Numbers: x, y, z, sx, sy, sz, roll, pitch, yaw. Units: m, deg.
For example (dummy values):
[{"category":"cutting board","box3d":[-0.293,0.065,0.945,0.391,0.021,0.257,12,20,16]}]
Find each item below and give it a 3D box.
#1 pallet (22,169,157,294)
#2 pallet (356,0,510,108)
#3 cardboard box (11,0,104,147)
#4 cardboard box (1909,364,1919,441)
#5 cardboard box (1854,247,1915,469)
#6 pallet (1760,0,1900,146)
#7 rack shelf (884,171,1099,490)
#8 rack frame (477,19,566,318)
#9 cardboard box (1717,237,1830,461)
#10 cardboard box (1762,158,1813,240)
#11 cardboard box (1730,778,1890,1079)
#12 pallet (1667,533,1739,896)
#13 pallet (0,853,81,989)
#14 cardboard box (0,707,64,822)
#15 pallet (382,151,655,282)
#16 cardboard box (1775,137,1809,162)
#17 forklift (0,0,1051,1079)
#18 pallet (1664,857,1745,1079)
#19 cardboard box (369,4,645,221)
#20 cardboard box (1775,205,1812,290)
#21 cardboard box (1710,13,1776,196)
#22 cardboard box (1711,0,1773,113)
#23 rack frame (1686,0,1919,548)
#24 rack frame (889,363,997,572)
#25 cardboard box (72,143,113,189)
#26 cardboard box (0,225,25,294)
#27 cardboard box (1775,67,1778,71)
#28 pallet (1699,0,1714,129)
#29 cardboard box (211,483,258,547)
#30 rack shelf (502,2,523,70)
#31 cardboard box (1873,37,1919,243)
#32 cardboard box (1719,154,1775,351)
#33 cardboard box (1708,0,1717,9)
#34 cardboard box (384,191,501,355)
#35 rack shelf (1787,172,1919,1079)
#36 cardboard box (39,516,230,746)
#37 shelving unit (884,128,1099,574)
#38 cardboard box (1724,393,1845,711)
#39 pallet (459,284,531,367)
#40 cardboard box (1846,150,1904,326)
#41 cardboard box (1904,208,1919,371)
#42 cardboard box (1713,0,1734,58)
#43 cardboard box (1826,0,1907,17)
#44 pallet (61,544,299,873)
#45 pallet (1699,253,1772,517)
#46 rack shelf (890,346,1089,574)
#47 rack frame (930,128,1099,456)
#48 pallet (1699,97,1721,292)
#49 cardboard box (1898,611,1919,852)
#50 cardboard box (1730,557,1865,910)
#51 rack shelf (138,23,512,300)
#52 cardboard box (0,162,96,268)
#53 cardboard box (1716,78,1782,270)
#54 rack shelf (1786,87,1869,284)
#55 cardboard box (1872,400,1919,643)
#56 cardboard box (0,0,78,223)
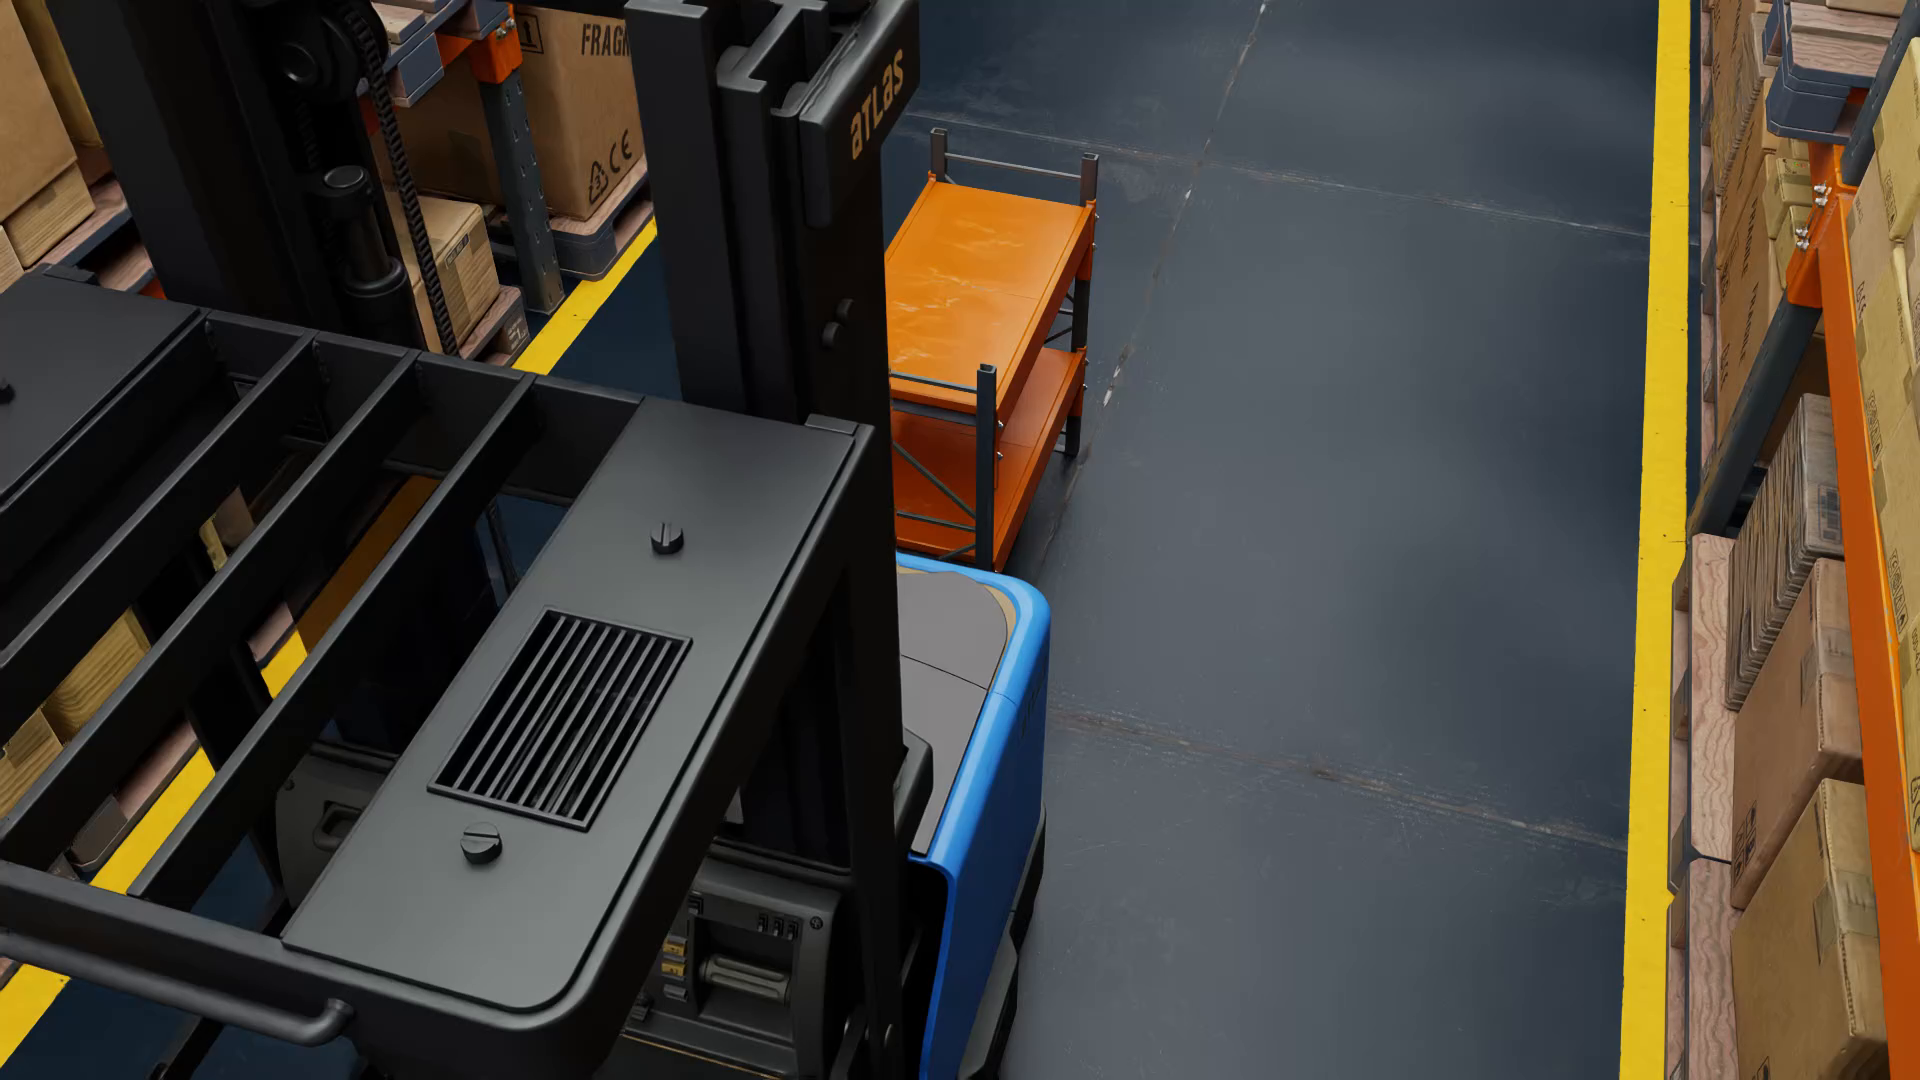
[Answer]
[{"category":"pallet","box3d":[-2.516,-0.635,3.891,1.003,0.211,1.213,13,46,13]},{"category":"pallet","box3d":[-2.070,-1.466,4.740,1.213,0.211,1.003,13,46,13]},{"category":"cardboard box","box3d":[-2.126,-1.278,3.827,0.500,0.500,0.500,10,45,10]},{"category":"cardboard box","box3d":[2.081,-0.185,3.045,0.500,0.250,0.500,11,46,11]},{"category":"cardboard box","box3d":[2.252,-0.351,3.571,0.500,0.250,0.500,12,46,12]},{"category":"pallet","box3d":[2.915,-1.381,4.654,1.213,0.211,1.003,13,46,13]},{"category":"rack shelf","box3d":[0.002,-0.616,4.656,0.538,0.278,1.000,13,46,13]},{"category":"rack frame","box3d":[-1.956,-2.032,5.182,1.000,3.000,0.127,13,46,13]},{"category":"cardboard box","box3d":[2.699,-0.567,5.172,0.500,0.500,0.500,14,46,14]},{"category":"cardboard box","box3d":[2.738,-1.043,5.194,0.380,0.149,0.250,10,45,10]},{"category":"cardboard box","box3d":[2.180,1.015,3.466,0.875,0.625,0.625,11,45,11]},{"category":"pallet","box3d":[2.490,0.554,4.533,1.003,0.211,1.213,13,46,13]},{"category":"pallet","box3d":[-2.933,1.112,3.963,1.003,0.211,1.213,13,46,13]},{"category":"cardboard box","box3d":[-2.796,0.593,4.077,0.950,0.372,0.625,15,46,15]},{"category":"pallet","box3d":[-1.645,-1.545,6.678,1.003,0.211,1.213,13,46,13]},{"category":"cardboard box","box3d":[2.859,-1.209,5.364,0.380,0.149,0.250,11,45,11]},{"category":"forklift","box3d":[-0.698,0.706,2.433,1.130,2.935,3.031,12,46,12]},{"category":"pallet","box3d":[2.118,1.365,3.704,1.003,0.211,1.213,13,46,13]},{"category":"cardboard box","box3d":[-1.667,-1.865,6.230,0.875,0.875,0.875,12,46,12]},{"category":"cardboard box","box3d":[2.684,-0.854,5.002,0.380,0.149,0.250,10,45,11]},{"category":"cardboard box","box3d":[3.156,-1.598,6.225,0.500,0.500,0.500,11,45,11]},{"category":"cardboard box","box3d":[3.319,-1.942,6.577,0.500,0.500,0.500,11,45,11]},{"category":"rack frame","box3d":[2.776,-0.983,4.110,1.000,3.000,0.127,13,46,13]},{"category":"rack frame","box3d":[-0.152,-0.068,4.515,0.500,1.125,0.032,13,46,13]},{"category":"cardboard box","box3d":[-2.226,-0.959,3.965,0.380,0.149,0.250,13,46,13]},{"category":"cardboard box","box3d":[-2.277,-0.590,3.588,0.380,0.149,0.250,14,46,14]},{"category":"cardboard box","box3d":[3.113,-1.732,5.899,0.380,0.149,0.250,11,45,11]},{"category":"pallet","box3d":[3.777,-2.102,7.248,1.003,0.211,1.213,13,46,13]},{"category":"cardboard box","box3d":[-2.352,-0.375,5.067,0.950,0.372,0.625,12,46,12]},{"category":"rack shelf","box3d":[-1.350,-3.108,6.796,1.077,0.370,4.000,13,46,13]},{"category":"cardboard box","box3d":[2.385,-0.869,3.743,0.500,0.250,0.500,12,46,12]},{"category":"cardboard box","box3d":[2.861,-0.898,5.510,0.500,0.500,0.500,12,46,12]},{"category":"cardboard box","box3d":[3.627,-2.631,7.281,0.500,0.500,0.500,14,46,14]},{"category":"cardboard box","box3d":[-2.136,-0.868,5.571,0.950,0.372,0.625,10,45,10]},{"category":"rack shelf","box3d":[2.171,0.607,2.999,1.077,0.370,4.000,13,46,13]},{"category":"cardboard box","box3d":[-2.587,0.130,4.551,0.950,0.372,0.625,14,46,14]},{"category":"shelving unit","box3d":[0.002,-0.407,4.861,0.538,1.125,1.048,13,46,13]},{"category":"cardboard box","box3d":[2.574,0.129,4.372,0.875,0.625,0.625,14,46,14]},{"category":"pallet","box3d":[-2.194,-0.515,5.625,1.003,0.211,1.213,13,46,13]},{"category":"cardboard box","box3d":[2.409,-0.685,3.913,0.500,0.250,0.500,13,46,13]},{"category":"cardboard box","box3d":[2.256,-0.531,3.397,0.500,0.250,0.500,14,46,14]},{"category":"cardboard box","box3d":[3.475,-2.274,6.916,0.500,0.500,0.500,12,46,12]},{"category":"cardboard box","box3d":[2.609,-1.562,4.581,0.380,0.149,0.250,13,46,13]},{"category":"pallet","box3d":[-2.565,0.296,4.797,1.003,0.211,1.213,13,46,13]},{"category":"pallet","box3d":[3.038,-0.476,5.585,1.003,0.211,1.213,13,46,13]},{"category":"rack shelf","box3d":[0.002,-0.232,5.032,0.538,0.278,1.000,13,46,13]},{"category":"rack frame","box3d":[0.156,-0.745,5.207,0.500,1.125,0.032,13,46,13]},{"category":"pallet","box3d":[3.410,-1.286,6.414,1.003,0.211,1.213,13,46,13]},{"category":"cardboard box","box3d":[1.944,0.339,2.866,0.500,0.250,0.500,14,46,14]},{"category":"cardboard box","box3d":[2.384,0.566,3.925,0.875,0.625,0.625,14,46,14]},{"category":"rack shelf","box3d":[-2.561,-0.442,4.071,1.077,0.370,4.000,13,46,13]},{"category":"cardboard box","box3d":[-2.224,-0.774,3.776,0.380,0.149,0.250,11,45,11]},{"category":"cardboard box","box3d":[3.017,-1.248,5.867,0.500,0.500,0.500,14,46,14]},{"category":"rack shelf","box3d":[3.382,-2.059,5.724,1.077,0.370,4.000,13,46,13]},{"category":"cardboard box","box3d":[2.103,-0.006,3.219,0.500,0.250,0.500,11,45,11]},{"category":"cardboard box","box3d":[-2.292,-0.915,3.456,0.500,0.500,0.500,11,45,11]}]
